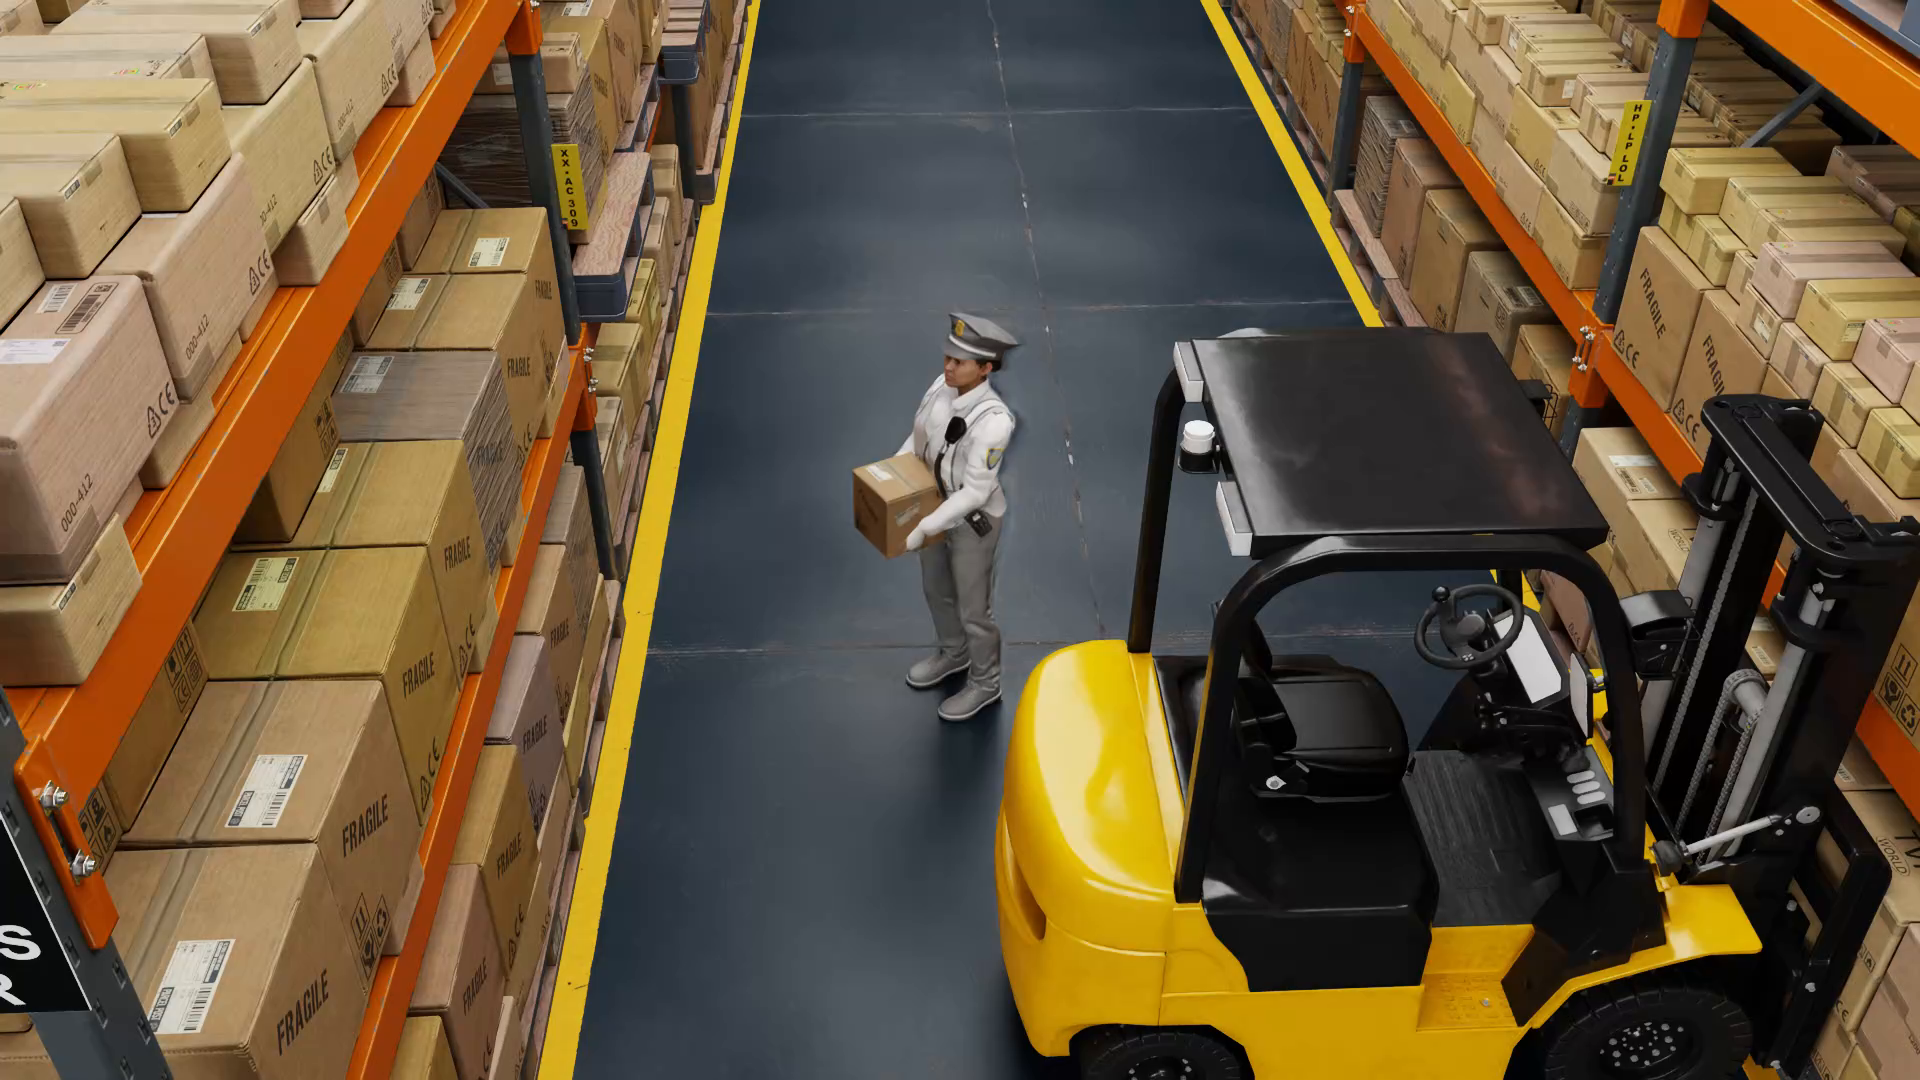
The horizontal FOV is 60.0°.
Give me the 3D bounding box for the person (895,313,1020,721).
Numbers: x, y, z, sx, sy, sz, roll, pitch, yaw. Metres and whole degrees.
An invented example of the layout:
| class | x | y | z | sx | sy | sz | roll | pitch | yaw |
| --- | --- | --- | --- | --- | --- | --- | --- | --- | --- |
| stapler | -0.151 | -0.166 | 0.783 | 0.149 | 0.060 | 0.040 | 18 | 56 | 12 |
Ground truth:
| class | x | y | z | sx | sy | sz | roll | pitch | yaw |
| --- | --- | --- | --- | --- | --- | --- | --- | --- | --- |
| person | -0.065 | -0.066 | 6.211 | 0.554 | 1.693 | 0.466 | -19 | 39 | -24 |
